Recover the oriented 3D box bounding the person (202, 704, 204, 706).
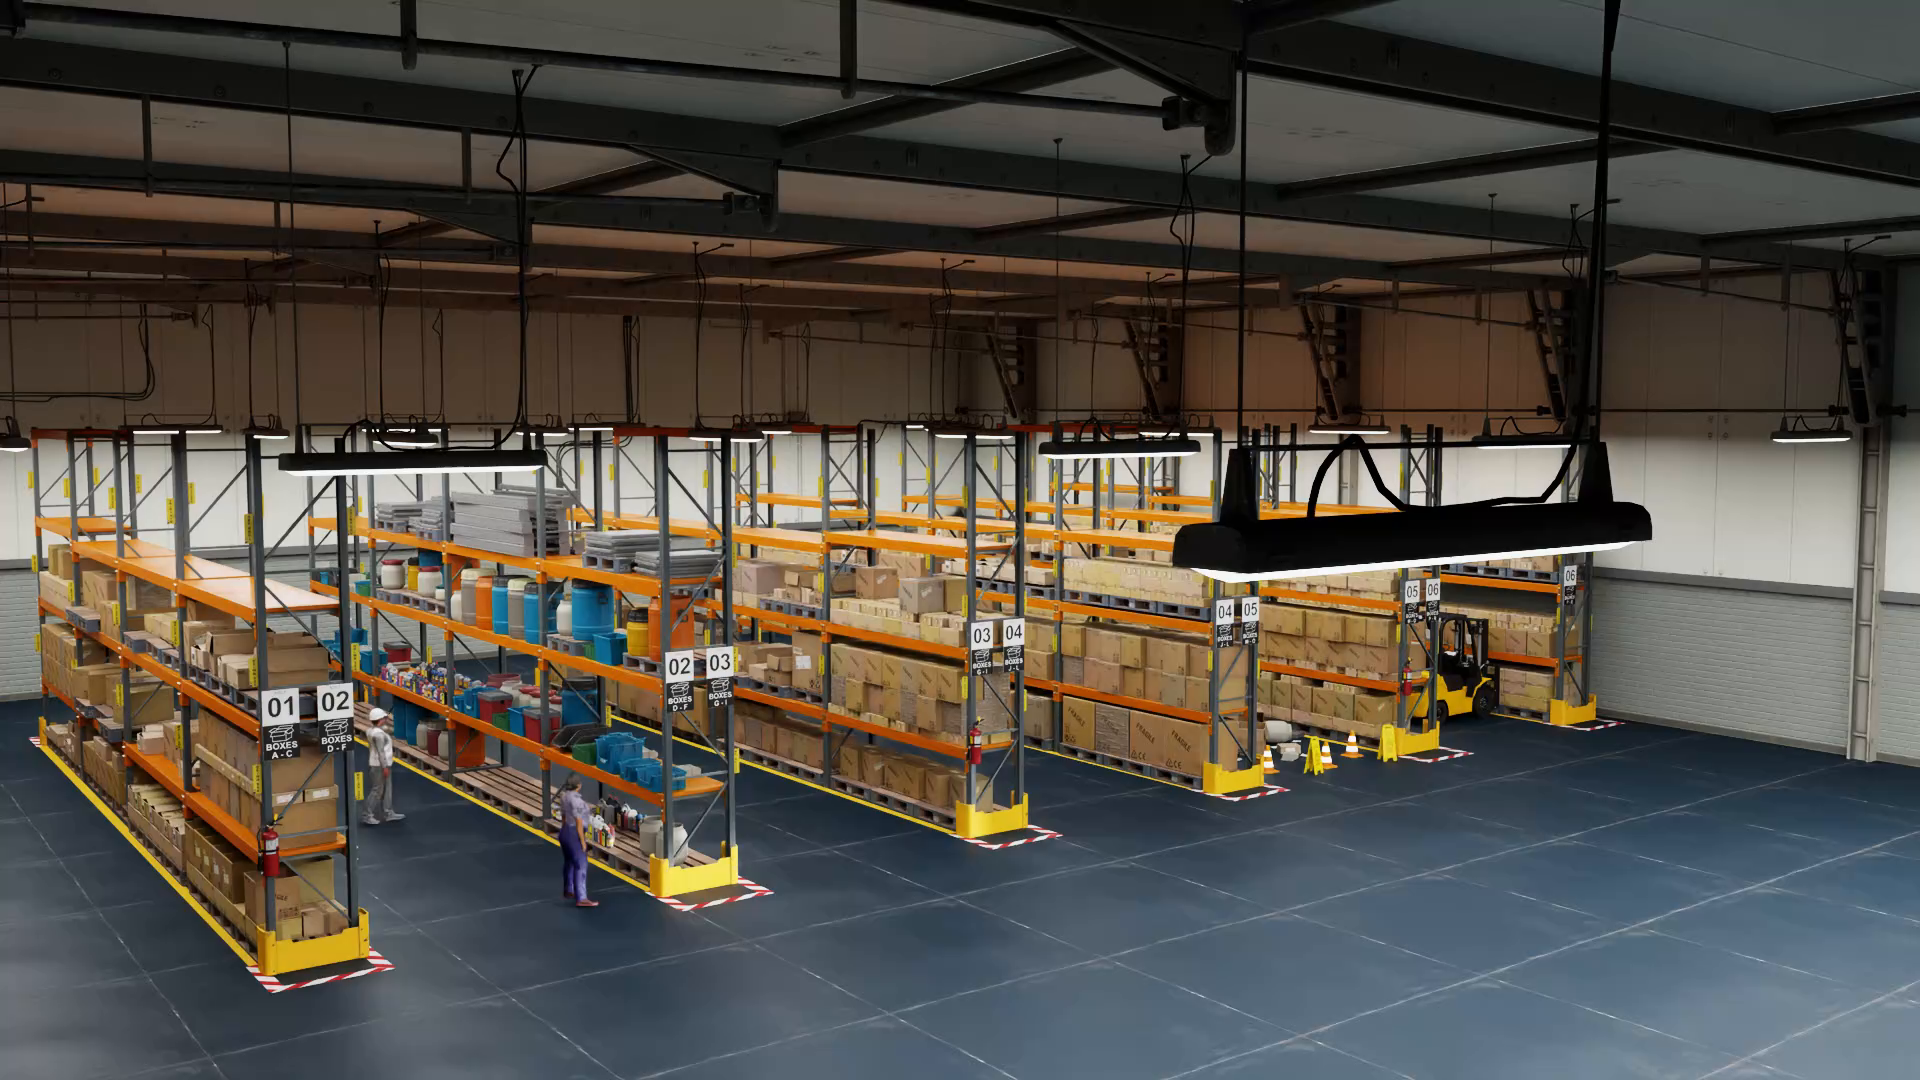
[{"bbox_3d":[-14.302,2.995,31.845,0.490,1.722,0.575,0,4,-6],"label":"person"}]

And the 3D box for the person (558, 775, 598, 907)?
[{"bbox_3d":[-4.922,3.844,21.341,0.390,1.654,0.628,-2,5,-28],"label":"person"}]

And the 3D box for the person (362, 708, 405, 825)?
[{"bbox_3d":[-8.865,3.454,25.489,0.613,1.780,0.553,-1,5,-14],"label":"person"}]
